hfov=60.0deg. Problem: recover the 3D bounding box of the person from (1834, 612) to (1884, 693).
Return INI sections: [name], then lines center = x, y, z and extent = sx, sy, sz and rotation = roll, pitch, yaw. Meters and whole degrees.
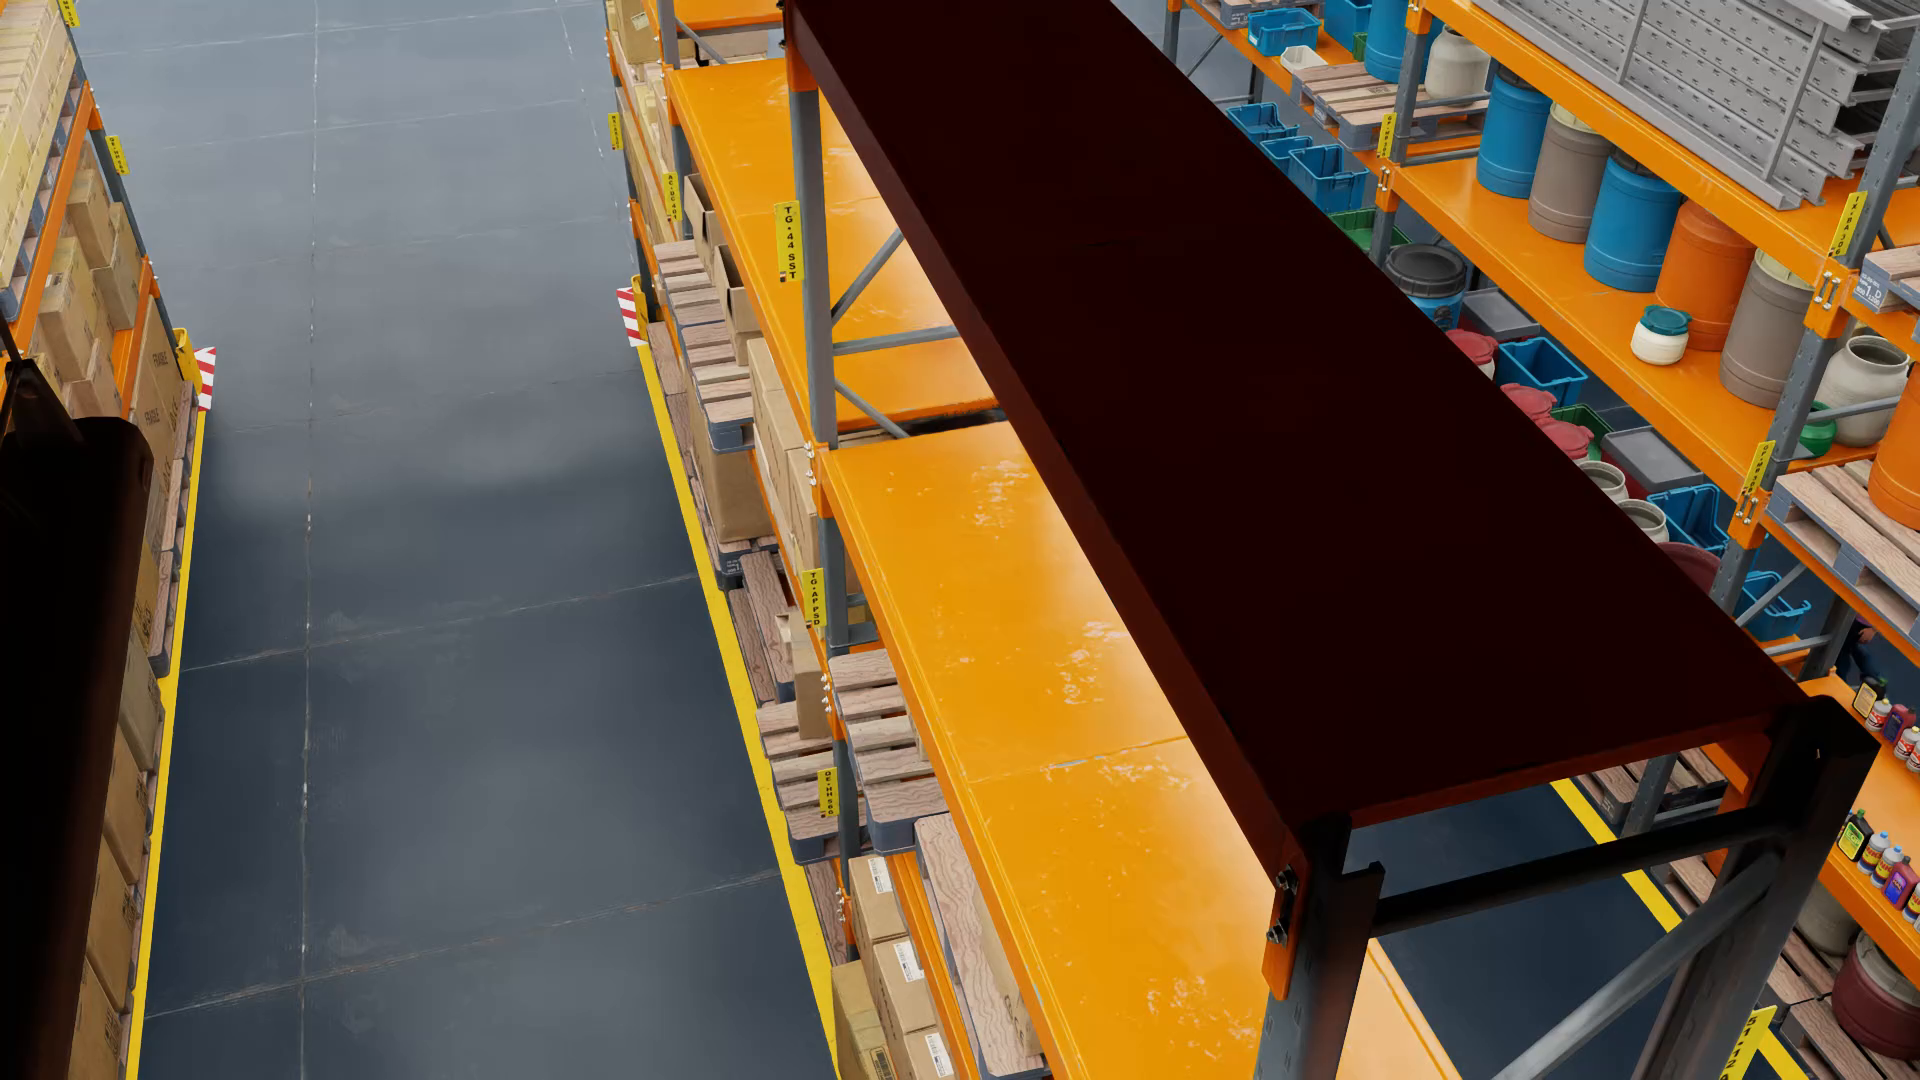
[person]
center = 6.012, 0.484, 10.946
extent = 0.548, 1.588, 0.460
rotation = 17, 41, 20
